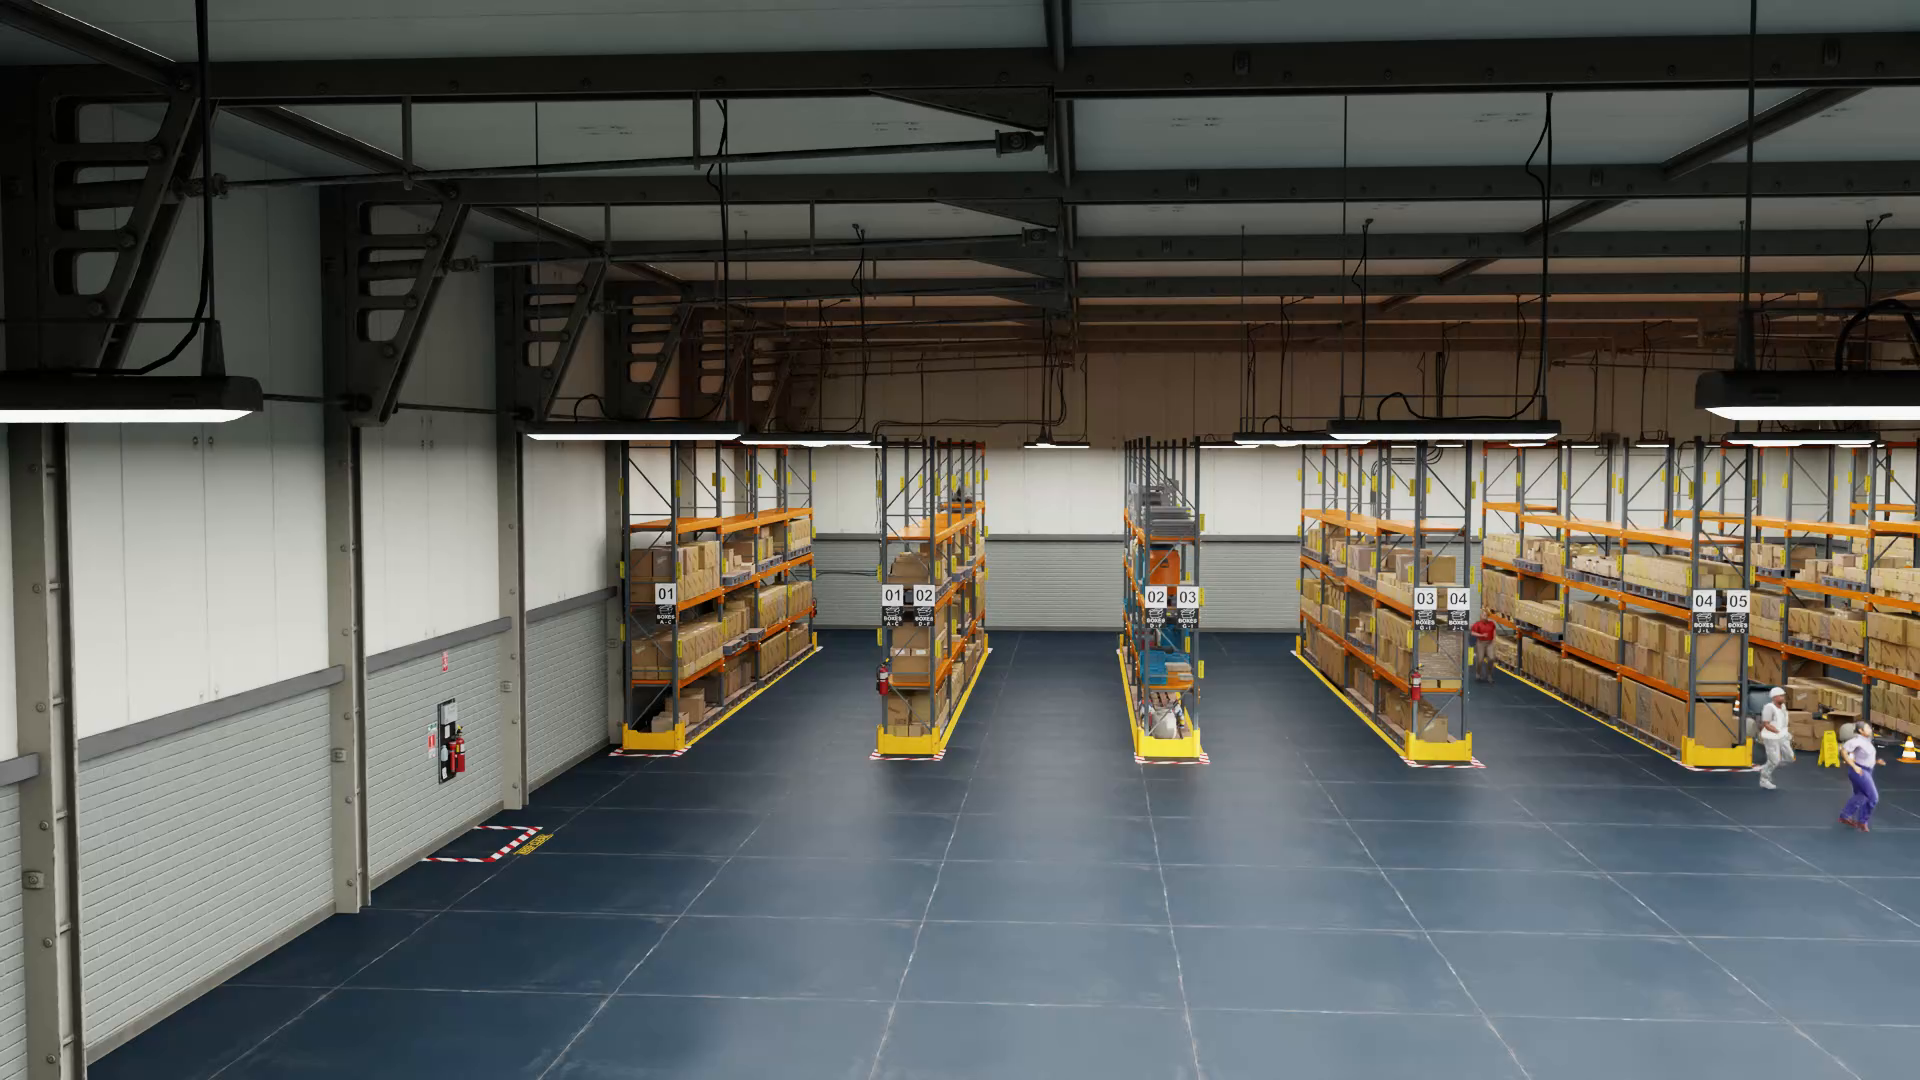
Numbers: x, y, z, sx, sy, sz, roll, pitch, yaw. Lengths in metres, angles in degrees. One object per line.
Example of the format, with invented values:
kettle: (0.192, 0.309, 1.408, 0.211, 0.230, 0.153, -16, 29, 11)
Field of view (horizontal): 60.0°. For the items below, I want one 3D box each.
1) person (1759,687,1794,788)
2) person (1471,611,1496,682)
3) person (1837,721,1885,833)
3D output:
person: (13.836, 3.348, 28.110, 0.681, 1.727, 0.630, -2, 4, -35)
person: (13.033, 2.666, 41.315, 0.668, 1.795, 0.754, 0, 3, 1)
person: (13.588, 3.584, 25.081, 0.637, 1.711, 0.595, 3, 4, 40)
